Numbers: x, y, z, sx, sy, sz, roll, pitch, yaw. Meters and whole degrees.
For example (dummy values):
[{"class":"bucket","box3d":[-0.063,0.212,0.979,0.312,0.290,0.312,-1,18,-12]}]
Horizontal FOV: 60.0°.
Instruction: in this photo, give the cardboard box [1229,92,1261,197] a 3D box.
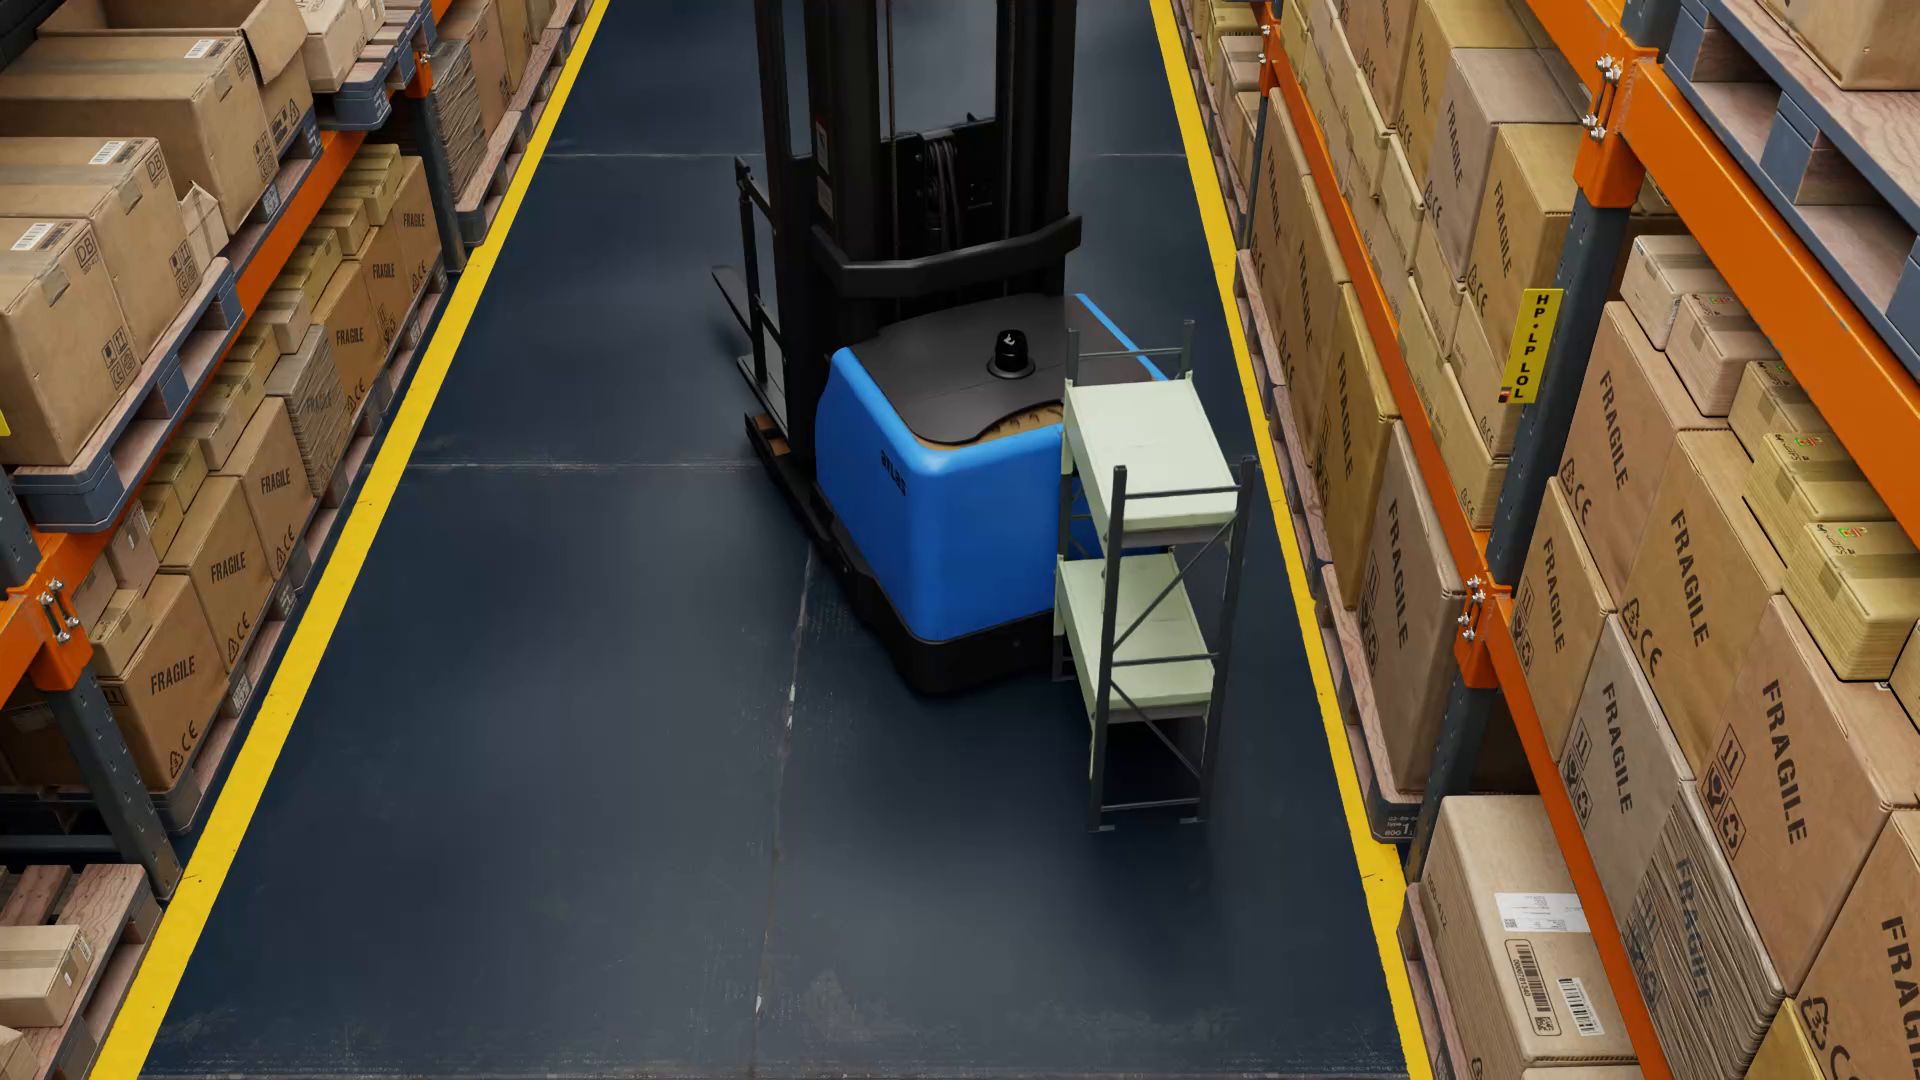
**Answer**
[{"class":"cardboard box","box3d":[1.948,-2.051,8.676,0.950,0.372,0.625,-2,39,-3]}]

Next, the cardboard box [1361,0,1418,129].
[{"class":"cardboard box","box3d":[1.687,-1.730,5.631,0.500,0.500,0.500,1,39,1]}]

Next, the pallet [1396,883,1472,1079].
[{"class":"pallet","box3d":[1.866,1.506,4.702,1.003,0.211,1.213,0,39,0]}]

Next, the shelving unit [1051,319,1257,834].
[{"class":"shelving unit","box3d":[0.581,0.143,5.372,0.431,1.500,0.755,-4,39,-6]}]

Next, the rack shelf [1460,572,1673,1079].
[{"class":"rack shelf","box3d":[1.945,1.474,3.088,1.077,0.370,4.000,0,39,0]}]

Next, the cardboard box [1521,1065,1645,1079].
[{"class":"cardboard box","box3d":[1.838,1.731,3.905,0.875,0.438,0.875,-1,39,-1]}]

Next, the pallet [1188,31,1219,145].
[{"class":"pallet","box3d":[1.941,-2.721,9.976,1.003,0.211,1.213,0,39,0]}]

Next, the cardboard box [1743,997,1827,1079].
[{"class":"cardboard box","box3d":[1.673,1.145,2.843,0.500,0.500,0.500,1,39,1]}]

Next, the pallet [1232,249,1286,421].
[{"class":"pallet","box3d":[1.864,-0.978,7.802,1.003,0.211,1.213,0,39,0]}]

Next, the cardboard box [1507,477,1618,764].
[{"class":"cardboard box","box3d":[1.682,0.197,4.026,0.500,0.500,0.500,1,39,1]}]

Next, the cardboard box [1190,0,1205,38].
[{"class":"cardboard box","box3d":[1.941,-3.421,10.386,0.950,0.372,0.625,2,39,3]}]

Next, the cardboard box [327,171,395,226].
[{"class":"cardboard box","box3d":[-2.740,-1.516,7.387,0.380,0.149,0.250,-2,39,-2]}]

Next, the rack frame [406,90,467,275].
[{"class":"rack frame","box3d":[-3.025,-2.553,7.537,1.000,3.000,0.127,0,39,0]}]

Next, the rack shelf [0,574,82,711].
[{"class":"rack shelf","box3d":[-3.018,1.480,3.080,1.077,0.370,4.000,0,39,0]}]

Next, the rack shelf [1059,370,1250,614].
[{"class":"rack shelf","box3d":[0.581,-0.162,5.128,0.431,0.370,0.720,-4,39,-6]}]

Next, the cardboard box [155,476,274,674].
[{"class":"cardboard box","box3d":[-2.807,0.124,5.860,0.500,0.500,0.500,-1,39,-1]}]

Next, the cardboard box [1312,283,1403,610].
[{"class":"cardboard box","box3d":[1.854,-0.345,6.145,0.875,0.875,0.875,1,39,1]}]

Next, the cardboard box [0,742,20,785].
[{"class":"cardboard box","box3d":[-3.317,0.453,5.449,0.500,0.500,0.500,0,39,0]}]

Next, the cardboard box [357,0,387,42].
[{"class":"cardboard box","box3d":[-2.641,-2.209,6.972,0.380,0.149,0.250,1,39,1]}]

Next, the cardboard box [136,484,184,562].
[{"class":"cardboard box","box3d":[-2.844,-0.052,5.560,0.380,0.149,0.250,-2,39,-2]}]

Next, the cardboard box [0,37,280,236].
[{"class":"cardboard box","box3d":[-2.799,-1.372,5.648,0.700,0.500,0.500,0,39,0]}]

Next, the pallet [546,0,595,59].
[{"class":"pallet","box3d":[-2.990,-3.506,10.956,1.003,0.211,1.213,0,39,0]}]

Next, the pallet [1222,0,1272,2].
[{"class":"pallet","box3d":[1.831,-2.930,8.161,1.213,0.211,1.003,0,39,0]}]

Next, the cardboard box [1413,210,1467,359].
[{"class":"cardboard box","box3d":[1.692,-0.782,5.048,0.500,0.250,0.500,1,39,1]}]

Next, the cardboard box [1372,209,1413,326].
[{"class":"cardboard box","box3d":[1.710,-0.914,5.611,0.500,0.250,0.500,-1,39,-1]}]

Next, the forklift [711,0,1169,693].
[{"class":"forklift","box3d":[-0.278,-1.515,6.297,1.130,2.935,3.031,-16,41,-19]}]

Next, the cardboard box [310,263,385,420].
[{"class":"cardboard box","box3d":[-2.816,-0.837,7.059,0.500,0.500,0.500,2,39,2]}]

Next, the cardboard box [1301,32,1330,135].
[{"class":"cardboard box","box3d":[1.706,-1.873,6.809,0.500,0.250,0.500,-1,39,-1]}]

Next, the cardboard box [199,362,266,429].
[{"class":"cardboard box","box3d":[-2.819,-0.534,6.163,0.380,0.149,0.250,1,39,2]}]

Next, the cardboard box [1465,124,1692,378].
[{"class":"cardboard box","box3d":[1.692,-0.766,4.428,0.500,0.500,0.500,1,39,1]}]

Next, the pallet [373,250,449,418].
[{"class":"pallet","box3d":[-3.062,-0.998,7.827,1.003,0.211,1.213,0,39,0]}]

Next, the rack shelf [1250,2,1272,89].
[{"class":"rack shelf","box3d":[1.936,-3.529,9.330,1.077,0.370,4.000,0,39,0]}]

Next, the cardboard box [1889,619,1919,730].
[{"class":"cardboard box","box3d":[1.736,0.256,2.633,0.380,0.149,0.250,0,39,0]}]

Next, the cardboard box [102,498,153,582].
[{"class":"cardboard box","box3d":[-2.803,0.004,5.253,0.380,0.149,0.250,-2,39,-2]}]

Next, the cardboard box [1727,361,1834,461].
[{"class":"cardboard box","box3d":[1.743,-0.222,3.231,0.380,0.149,0.250,0,39,-1]}]

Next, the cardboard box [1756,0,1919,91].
[{"class":"cardboard box","box3d":[1.734,-1.102,2.832,0.500,0.500,0.500,1,39,1]}]

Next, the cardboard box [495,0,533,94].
[{"class":"cardboard box","box3d":[-3.022,-3.010,9.671,0.875,0.625,0.625,-2,39,-2]}]

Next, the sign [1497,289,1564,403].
[{"class":"sign","box3d":[1.401,-0.472,4.078,0.100,0.325,0.005,0,39,0]}]

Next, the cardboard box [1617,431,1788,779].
[{"class":"cardboard box","box3d":[1.696,0.127,3.314,0.500,0.500,0.500,-1,39,-1]}]

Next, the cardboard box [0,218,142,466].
[{"class":"cardboard box","box3d":[-2.797,-0.557,4.631,0.700,0.500,0.500,1,39,1]}]

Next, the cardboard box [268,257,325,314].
[{"class":"cardboard box","box3d":[-2.828,-1.030,6.781,0.380,0.149,0.250,-1,39,-1]}]

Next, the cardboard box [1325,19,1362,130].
[{"class":"cardboard box","box3d":[1.680,-1.744,6.248,0.500,0.250,0.500,0,39,0]}]
